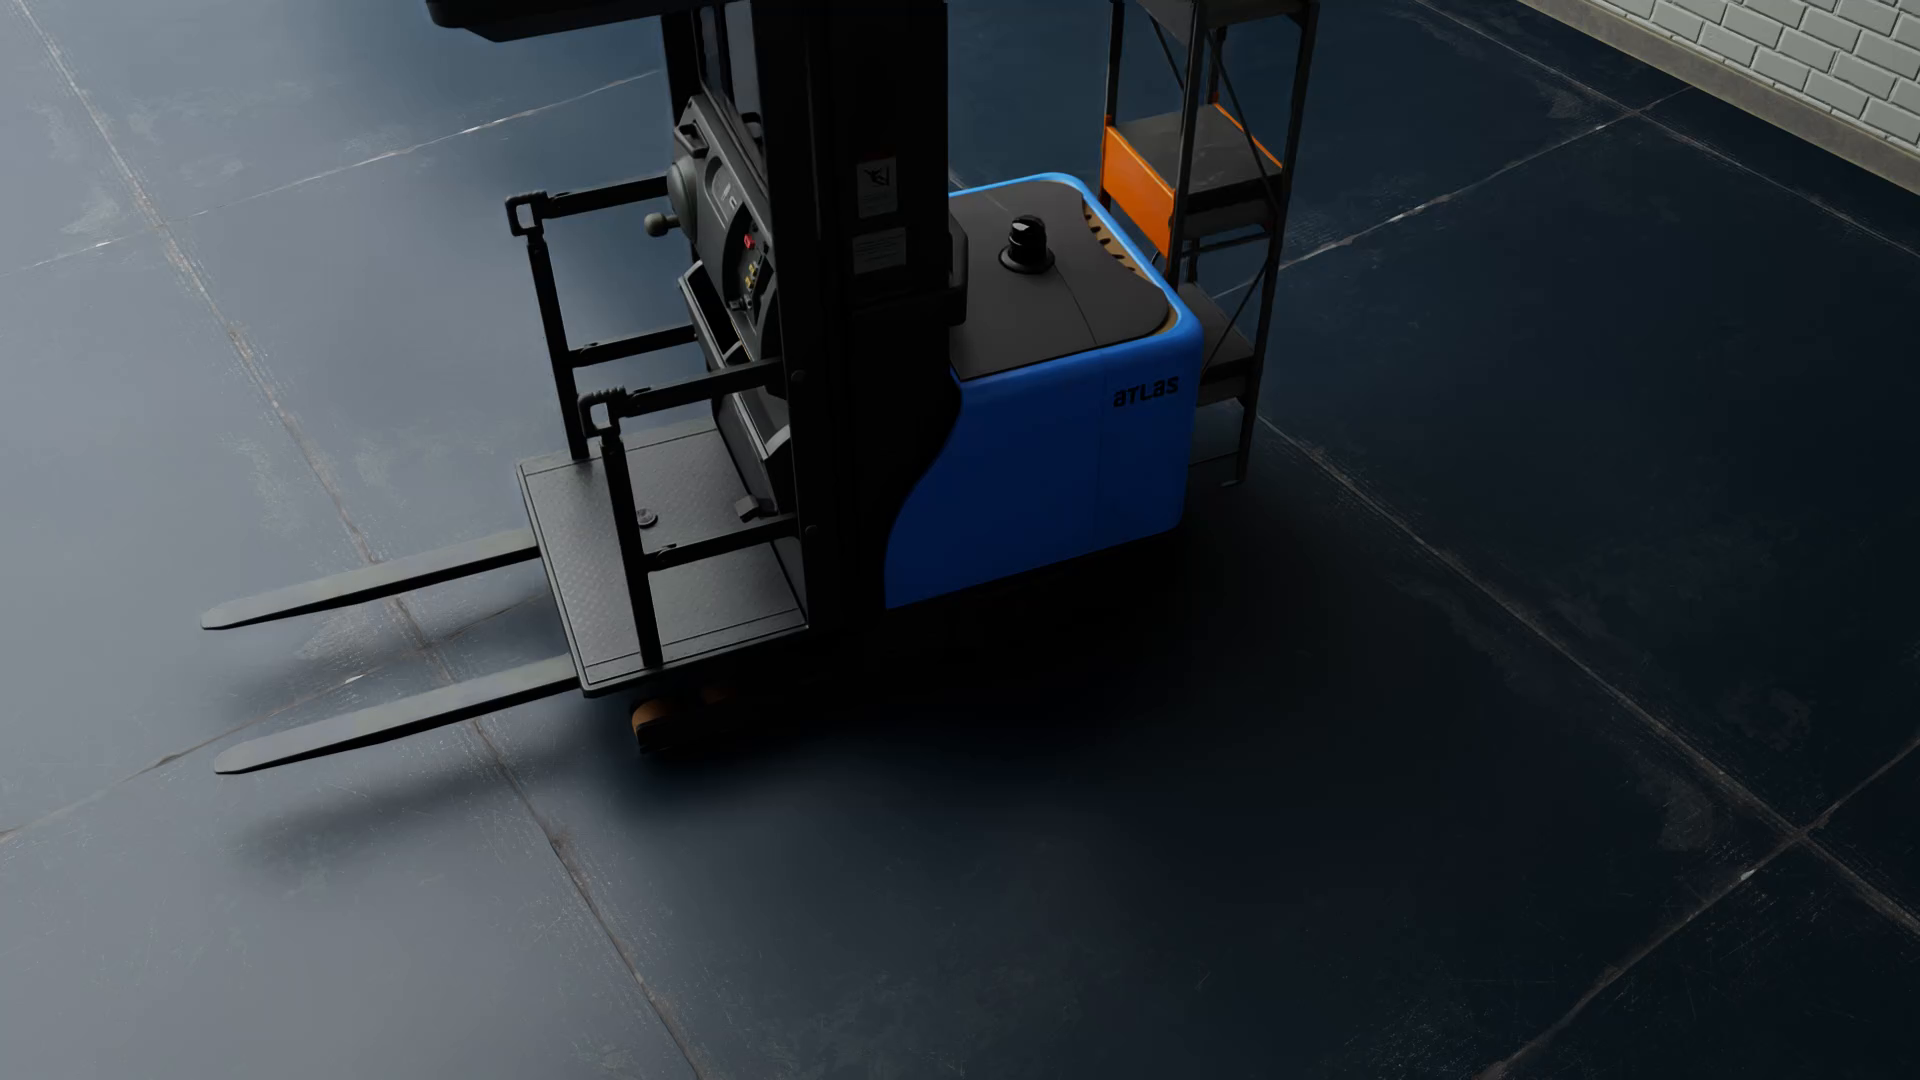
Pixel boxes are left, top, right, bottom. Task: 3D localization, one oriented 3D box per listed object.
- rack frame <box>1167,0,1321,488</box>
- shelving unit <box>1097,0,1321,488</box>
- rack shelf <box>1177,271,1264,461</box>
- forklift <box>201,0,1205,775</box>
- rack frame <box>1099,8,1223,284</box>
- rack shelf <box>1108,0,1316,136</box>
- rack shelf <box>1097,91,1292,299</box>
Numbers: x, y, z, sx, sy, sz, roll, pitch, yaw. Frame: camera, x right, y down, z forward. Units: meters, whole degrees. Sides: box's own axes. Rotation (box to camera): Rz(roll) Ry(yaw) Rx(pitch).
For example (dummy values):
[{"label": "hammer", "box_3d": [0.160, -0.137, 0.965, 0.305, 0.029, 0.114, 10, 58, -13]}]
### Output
[{"label": "rack frame", "box_3d": [0.834, -0.919, 5.192, 0.400, 2.100, 0.015, -16, 46, -16]}, {"label": "shelving unit", "box_3d": [0.741, -1.075, 5.356, 0.431, 2.100, 0.503, -16, 46, -16]}, {"label": "rack shelf", "box_3d": [0.741, -0.559, 5.848, 0.431, 0.518, 0.480, -16, 46, -16]}, {"label": "forklift", "box_3d": [-0.834, -0.833, 4.499, 3.031, 2.935, 1.130, -15, 46, -15]}, {"label": "rack frame", "box_3d": [0.648, -1.231, 5.519, 0.400, 2.100, 0.015, -16, 46, -16]}, {"label": "rack shelf", "box_3d": [0.741, -1.572, 4.882, 0.431, 0.518, 0.480, -16, 46, -16]}, {"label": "rack shelf", "box_3d": [0.741, -1.065, 5.365, 0.431, 0.518, 0.480, -16, 46, -16]}]
